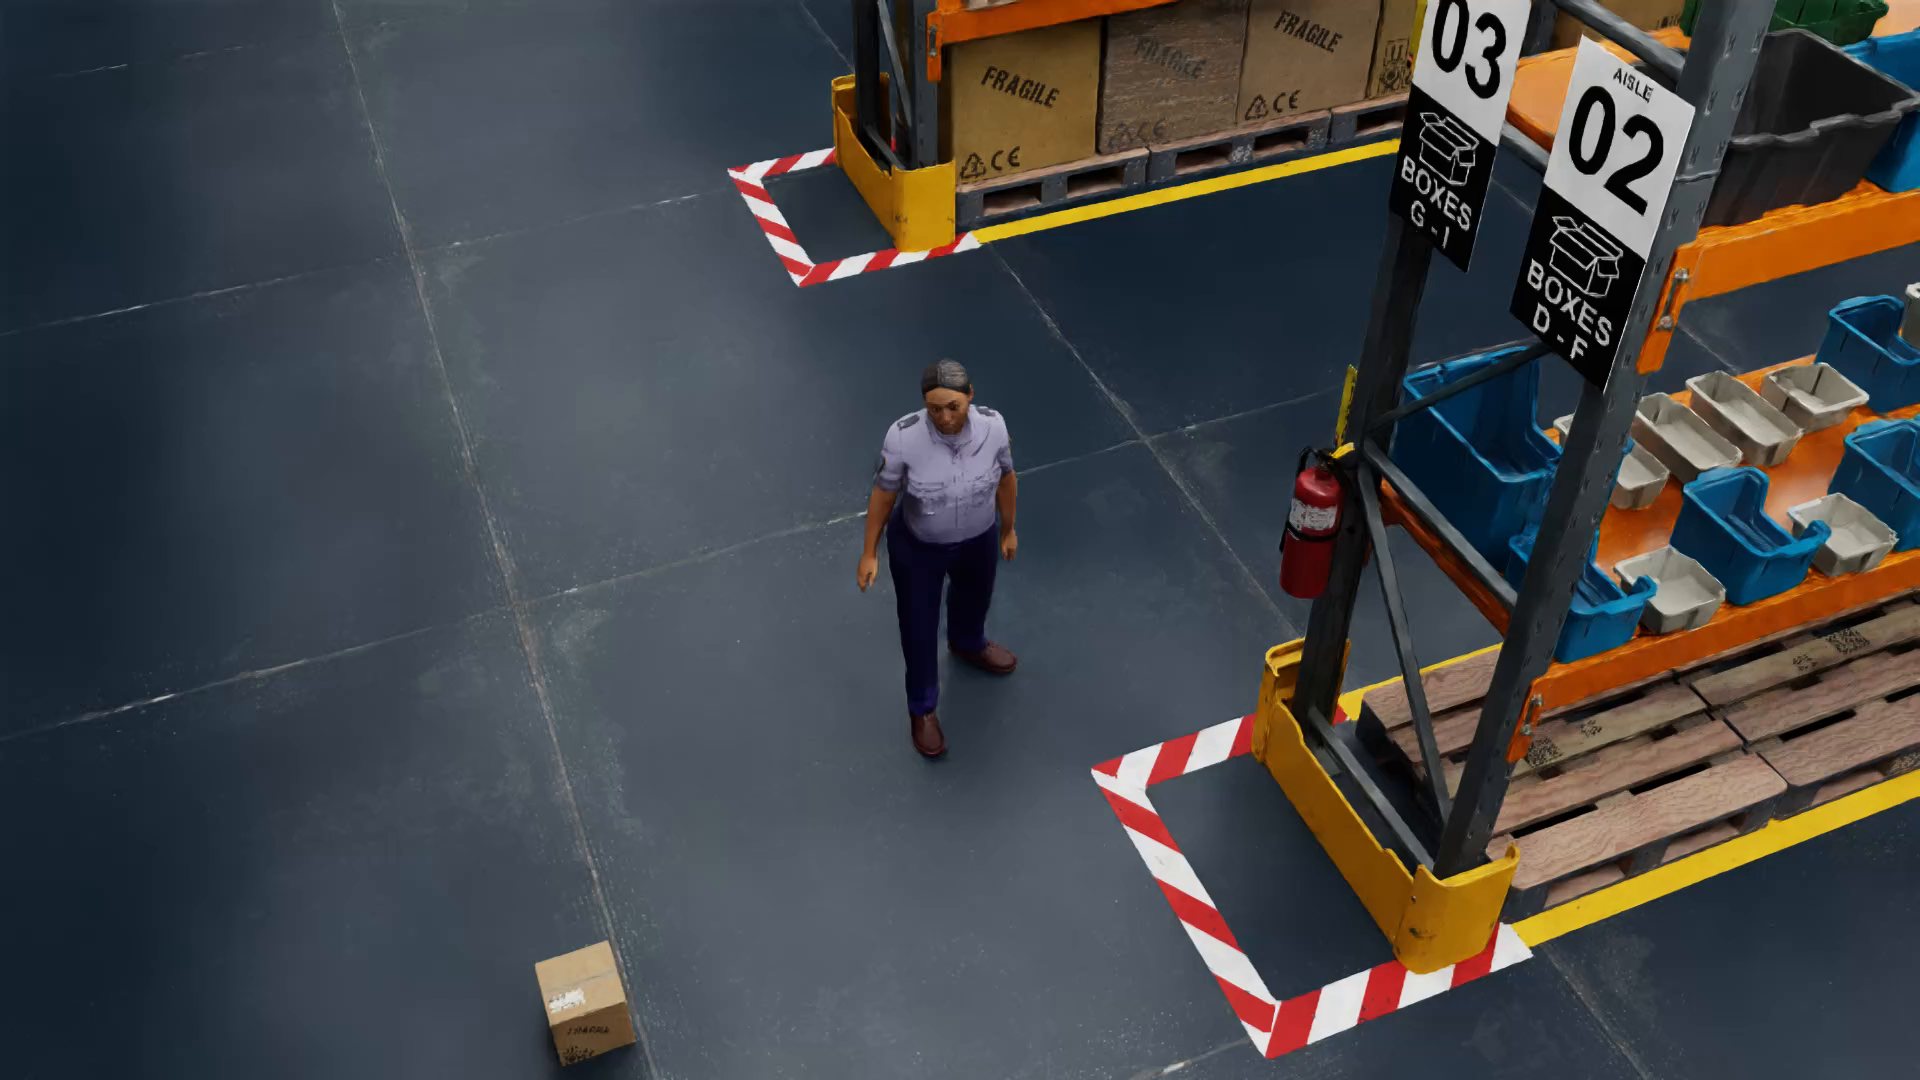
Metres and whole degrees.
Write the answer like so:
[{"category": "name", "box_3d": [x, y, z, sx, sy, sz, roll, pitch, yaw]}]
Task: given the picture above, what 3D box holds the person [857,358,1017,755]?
[{"category": "person", "box_3d": [-0.056, 0.026, 6.120, 0.671, 1.636, 0.569, -13, 44, -14]}]
